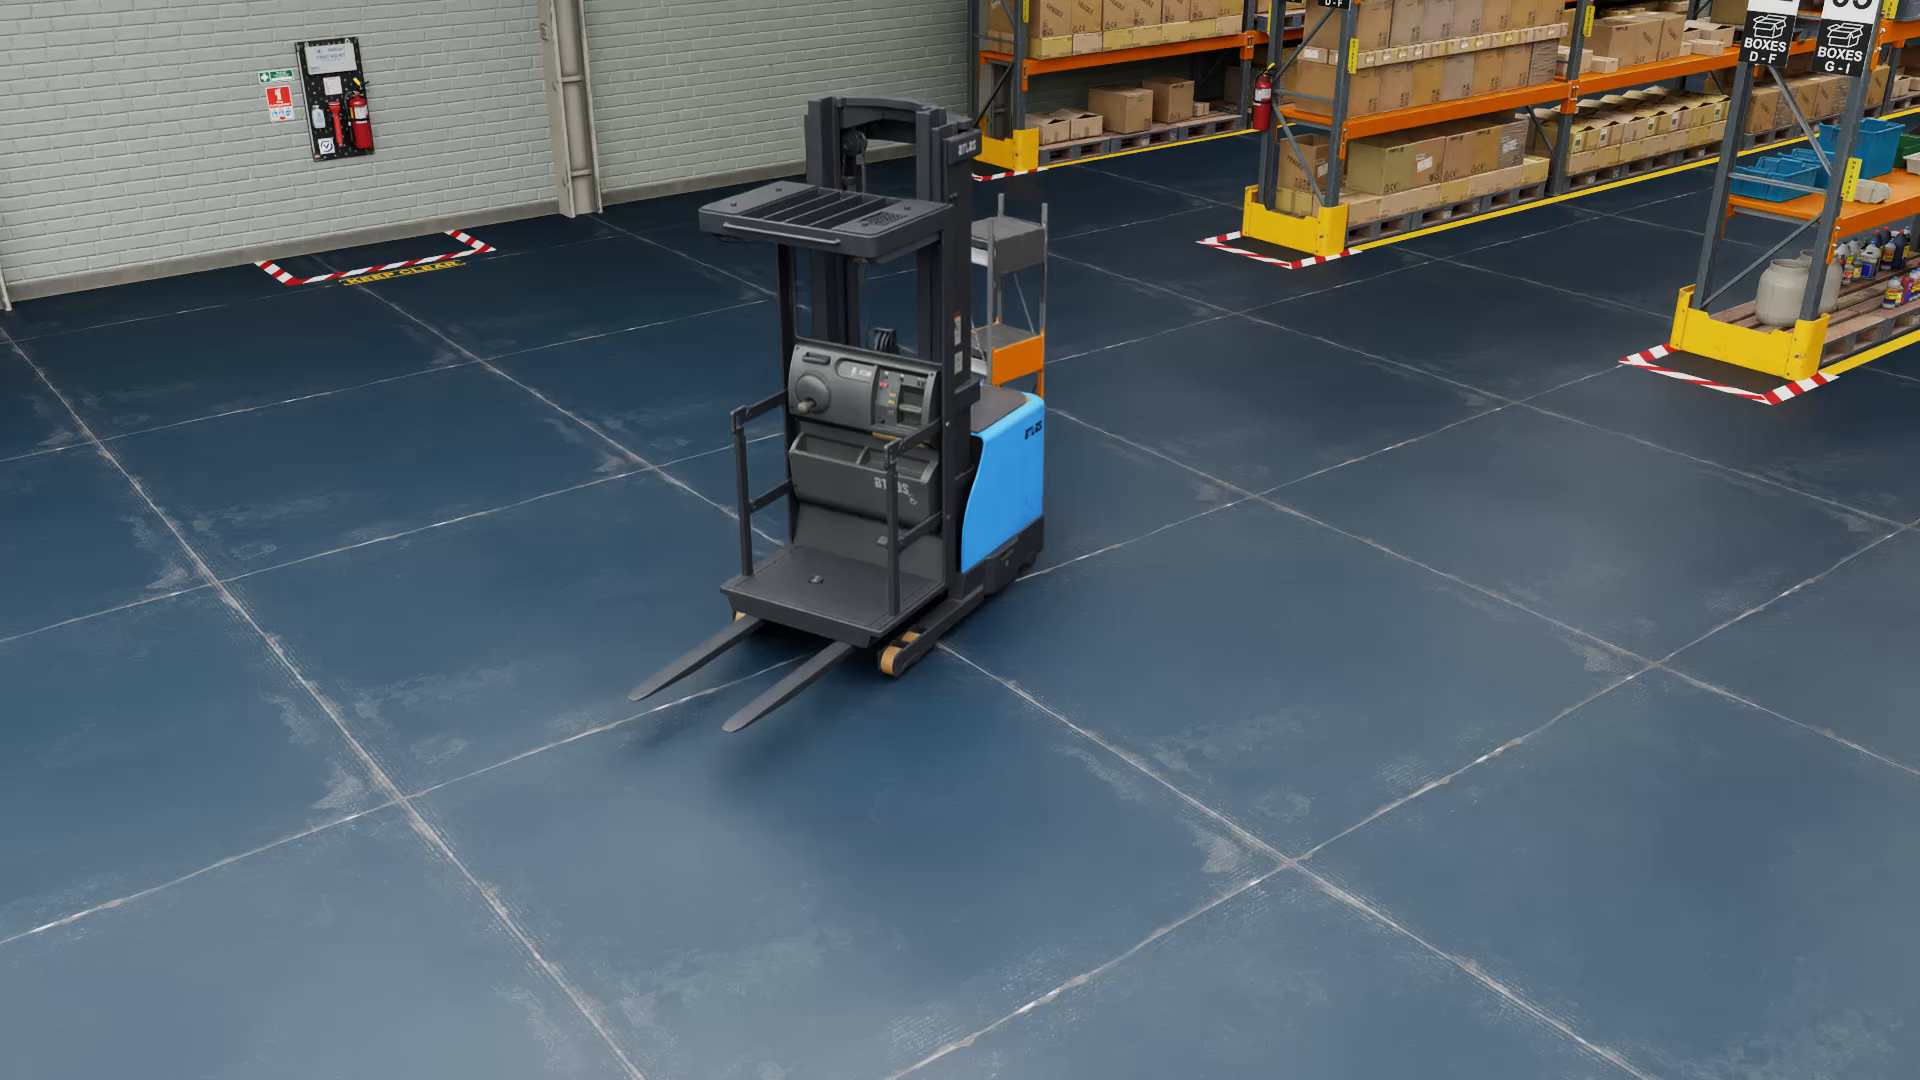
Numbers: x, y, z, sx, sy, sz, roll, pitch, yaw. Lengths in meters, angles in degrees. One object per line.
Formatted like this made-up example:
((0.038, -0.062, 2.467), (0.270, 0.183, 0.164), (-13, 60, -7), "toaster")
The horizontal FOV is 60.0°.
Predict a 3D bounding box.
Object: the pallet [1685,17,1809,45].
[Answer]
((10.292, -6.680, 21.808), (1.003, 0.211, 1.213), (-18, 31, -34), "pallet")

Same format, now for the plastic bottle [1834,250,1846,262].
((8.059, -2.526, 15.343), (0.135, 0.276, 0.152), (-19, 31, -35), "plastic bottle")

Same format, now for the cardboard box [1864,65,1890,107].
((12.738, -6.449, 23.530), (0.500, 0.500, 0.500), (-18, 31, -34), "cardboard box")

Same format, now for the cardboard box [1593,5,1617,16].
((10.925, -8.992, 28.262), (0.250, 0.149, 0.380), (-19, 31, -36), "cardboard box")

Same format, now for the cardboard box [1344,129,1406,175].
((4.522, -4.275, 18.276), (0.500, 0.500, 0.500), (-18, 31, -34), "cardboard box")

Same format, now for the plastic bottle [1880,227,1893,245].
((8.816, -2.812, 15.871), (0.185, 0.351, 0.144), (-17, 30, -33), "plastic bottle")

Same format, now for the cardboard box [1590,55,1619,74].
((7.477, -5.577, 19.502), (0.250, 0.149, 0.380), (-18, 31, -34), "cardboard box")

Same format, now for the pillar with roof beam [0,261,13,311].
((-6.323, -4.776, 10.351), (0.400, 9.000, 9.100), (-18, 31, -34), "pillar with roof beam")

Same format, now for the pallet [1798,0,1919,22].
((7.271, -4.305, 13.124), (1.213, 0.211, 1.003), (-18, 31, -34), "pallet")

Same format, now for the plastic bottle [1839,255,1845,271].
((8.016, -2.459, 15.188), (0.133, 0.283, 0.061), (-18, 31, -34), "plastic bottle")

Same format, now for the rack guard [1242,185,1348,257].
((3.487, -3.349, 17.373), (0.348, 0.500, 1.175), (-18, 31, -34), "rack guard")

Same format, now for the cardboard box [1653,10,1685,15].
((12.154, -8.997, 29.044), (0.500, 0.500, 0.700), (-18, 31, -34), "cardboard box")

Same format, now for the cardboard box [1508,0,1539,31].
((5.912, -5.913, 18.268), (0.500, 0.500, 0.700), (-18, 31, -34), "cardboard box")

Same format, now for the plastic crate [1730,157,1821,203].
((6.769, -3.009, 13.847), (0.616, 0.251, 0.499), (-18, 31, -34), "plastic crate")

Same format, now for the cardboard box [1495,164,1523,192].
((6.024, -4.152, 18.901), (0.500, 0.250, 0.500), (-18, 31, -34), "cardboard box")

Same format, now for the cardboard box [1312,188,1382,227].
((4.065, -3.498, 17.492), (0.500, 0.250, 0.500), (-18, 31, -34), "cardboard box")

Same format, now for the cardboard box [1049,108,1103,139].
((1.495, -5.407, 21.510), (0.500, 0.311, 0.500), (-15, 29, -30), "cardboard box")

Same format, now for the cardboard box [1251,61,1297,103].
((4.539, -6.582, 23.815), (0.500, 0.500, 0.700), (-19, 31, -35), "cardboard box")

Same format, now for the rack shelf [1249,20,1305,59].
((5.168, -7.362, 23.904), (4.000, 0.370, 1.077), (-18, 31, -34), "rack shelf")

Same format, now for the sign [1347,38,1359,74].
((3.844, -4.733, 16.262), (0.005, 0.325, 0.100), (-18, 31, -34), "sign")

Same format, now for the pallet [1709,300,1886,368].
((7.233, -1.827, 14.436), (1.213, 0.211, 1.003), (-18, 31, -34), "pallet")

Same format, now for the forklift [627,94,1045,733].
((-0.650, -0.800, 8.993), (1.130, 2.935, 3.031), (14, 28, 27), "forklift")

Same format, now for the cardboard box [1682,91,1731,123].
((9.541, -5.548, 21.241), (0.500, 0.311, 0.500), (-17, 30, -33), "cardboard box")

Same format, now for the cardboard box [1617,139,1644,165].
((7.933, -4.762, 20.215), (0.500, 0.250, 0.500), (-19, 31, -36), "cardboard box")

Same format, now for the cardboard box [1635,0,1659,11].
((11.928, -9.324, 28.976), (0.250, 0.149, 0.380), (-18, 30, -34), "cardboard box")

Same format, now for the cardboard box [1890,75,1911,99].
((13.413, -6.624, 24.131), (0.500, 0.311, 0.500), (-18, 31, -34), "cardboard box")

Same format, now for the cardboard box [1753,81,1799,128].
((10.745, -5.795, 22.119), (0.500, 0.500, 0.500), (-20, 31, -36), "cardboard box")

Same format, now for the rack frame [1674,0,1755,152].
((9.802, -6.568, 21.338), (0.127, 3.000, 1.000), (-18, 31, -34), "rack frame")

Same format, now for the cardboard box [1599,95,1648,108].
((8.397, -5.455, 21.043), (0.500, 0.311, 0.500), (-19, 31, -35), "cardboard box")

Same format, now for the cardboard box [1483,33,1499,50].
((5.572, -5.397, 17.927), (0.250, 0.149, 0.380), (-17, 30, -33), "cardboard box")

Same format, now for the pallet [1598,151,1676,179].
((8.170, -4.787, 20.813), (1.213, 0.211, 1.003), (-18, 31, -34), "pallet")

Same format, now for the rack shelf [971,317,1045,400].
((0.222, -1.083, 10.622), (0.431, 0.518, 0.480), (22, 33, 39), "rack shelf")

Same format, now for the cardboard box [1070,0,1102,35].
((1.403, -6.560, 20.586), (0.500, 0.500, 0.500), (-18, 30, -34), "cardboard box")

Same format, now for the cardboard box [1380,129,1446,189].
((4.843, -4.103, 17.904), (0.500, 0.500, 0.500), (-18, 31, -34), "cardboard box")

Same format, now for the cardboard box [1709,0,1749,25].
((10.228, -7.004, 21.661), (0.700, 0.500, 0.500), (15, 29, 29), "cardboard box")

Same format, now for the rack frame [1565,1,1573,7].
((9.890, -9.247, 27.111), (0.127, 3.000, 1.000), (-18, 31, -34), "rack frame")

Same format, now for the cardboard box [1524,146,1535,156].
((6.801, -4.675, 20.029), (0.500, 0.250, 0.500), (-19, 31, -35), "cardboard box")

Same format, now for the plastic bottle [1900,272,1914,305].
((8.368, -2.235, 14.708), (0.133, 0.283, 0.061), (-18, 30, -33), "plastic bottle")

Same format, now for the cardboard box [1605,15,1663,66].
((8.077, -6.035, 20.071), (0.500, 0.500, 0.500), (-18, 30, -34), "cardboard box")

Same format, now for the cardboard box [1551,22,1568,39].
((6.572, -5.726, 18.636), (0.250, 0.149, 0.380), (-18, 31, -34), "cardboard box")

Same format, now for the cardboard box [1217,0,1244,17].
((3.413, -7.224, 22.017), (0.500, 0.500, 0.500), (-18, 31, -34), "cardboard box")

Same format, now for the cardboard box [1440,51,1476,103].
((5.098, -5.055, 17.960), (0.500, 0.500, 0.700), (-17, 30, -33), "cardboard box")

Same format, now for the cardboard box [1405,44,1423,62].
((4.551, -5.058, 17.197), (0.250, 0.149, 0.380), (-19, 31, -35), "cardboard box")

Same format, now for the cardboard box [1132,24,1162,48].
((2.230, -6.493, 21.331), (0.500, 0.250, 0.500), (-18, 30, -34), "cardboard box")

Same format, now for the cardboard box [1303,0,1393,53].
((3.923, -5.254, 16.848), (0.500, 0.500, 0.700), (-18, 30, -34), "cardboard box")

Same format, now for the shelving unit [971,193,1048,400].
((0.222, -1.095, 10.616), (0.431, 2.100, 0.503), (22, 33, 39), "shelving unit")

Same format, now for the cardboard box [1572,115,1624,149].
((7.530, -4.879, 19.801), (0.500, 0.311, 0.500), (-19, 31, -35), "cardboard box")

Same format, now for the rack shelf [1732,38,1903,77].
((11.375, -6.761, 22.609), (4.000, 0.370, 1.077), (-18, 31, -34), "rack shelf")

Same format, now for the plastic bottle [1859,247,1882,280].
((8.444, -2.576, 15.451), (0.135, 0.276, 0.152), (-18, 31, -34), "plastic bottle")

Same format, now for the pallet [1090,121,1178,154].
((2.127, -5.399, 22.132), (1.213, 0.211, 1.003), (-18, 31, -34), "pallet")

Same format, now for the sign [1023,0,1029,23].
((0.781, -6.342, 19.825), (0.005, 0.325, 0.100), (-18, 31, -34), "sign")
